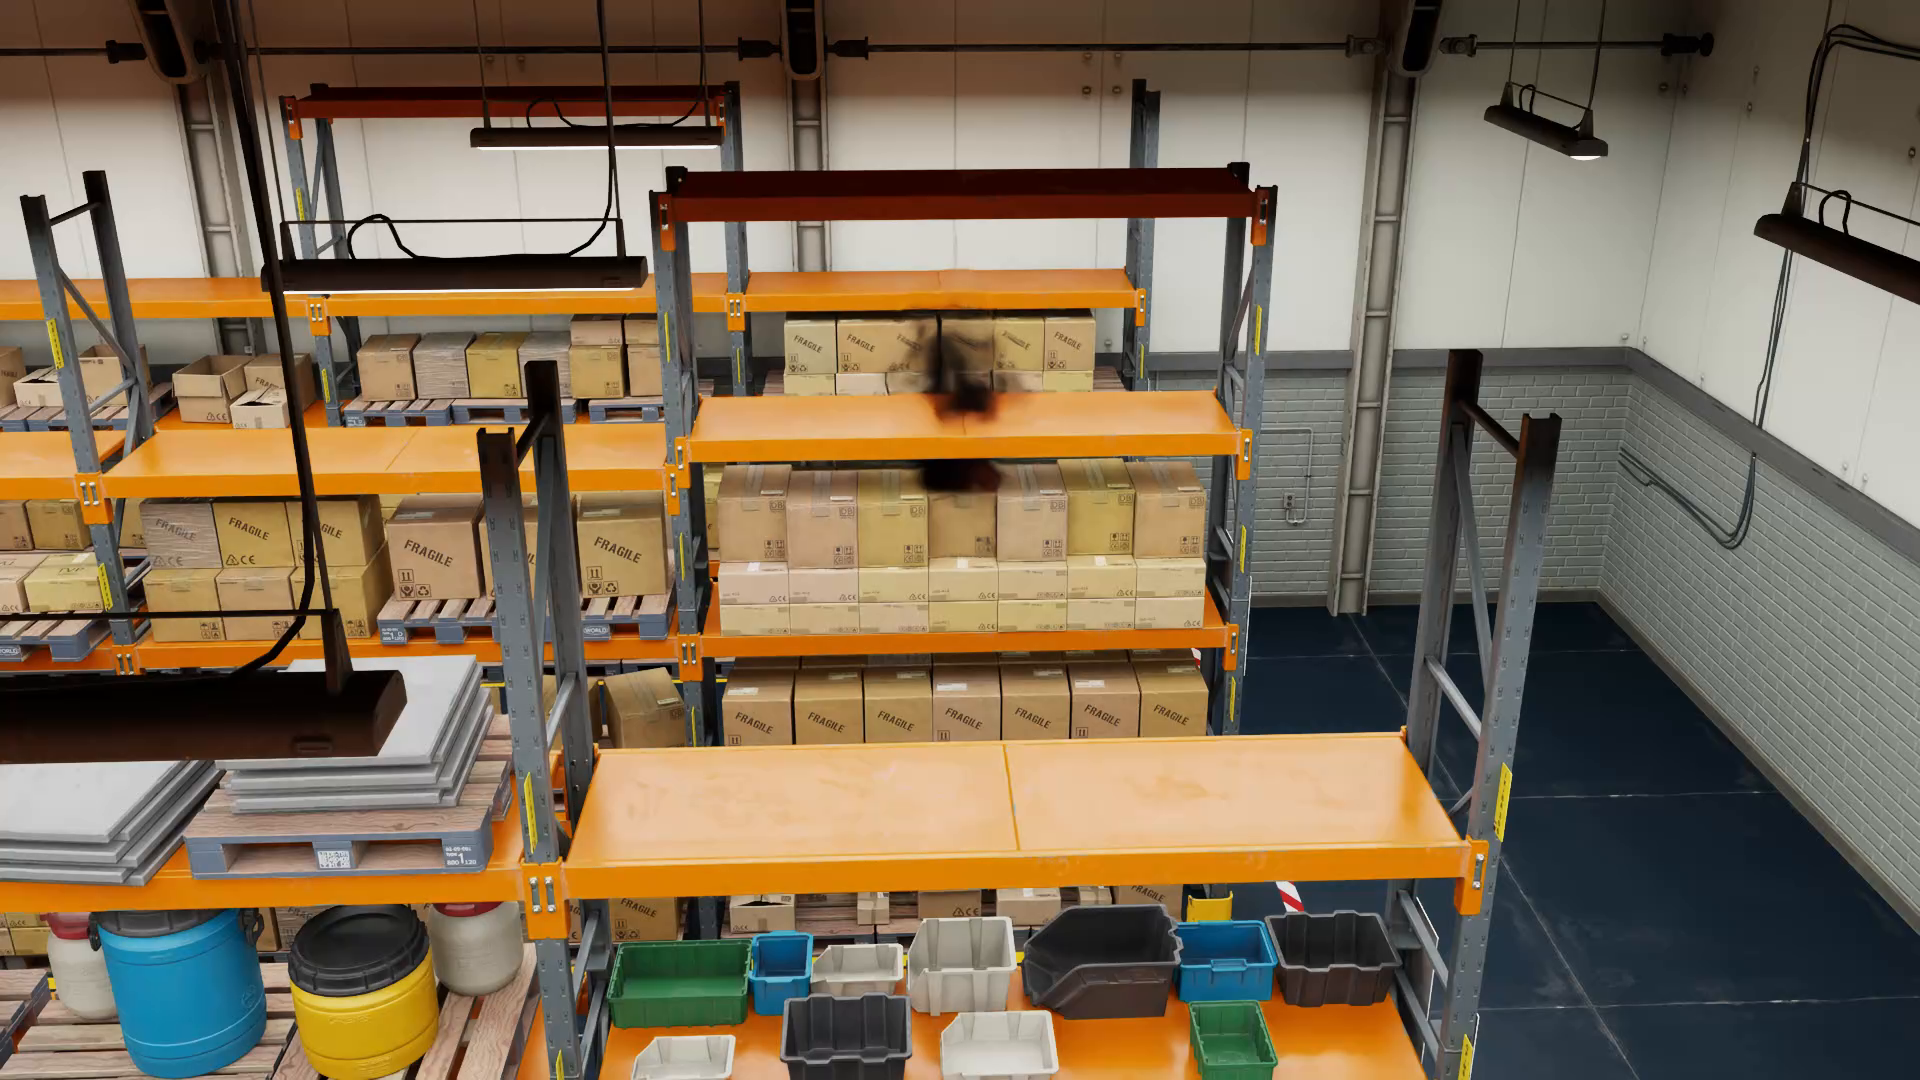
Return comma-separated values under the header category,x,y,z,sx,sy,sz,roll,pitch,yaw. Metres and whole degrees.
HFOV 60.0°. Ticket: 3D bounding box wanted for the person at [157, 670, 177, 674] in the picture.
category,x,y,z,sx,sy,sz,roll,pitch,yaw
person,-6.727,1.894,14.320,0.685,1.680,0.580,-1,22,-2
